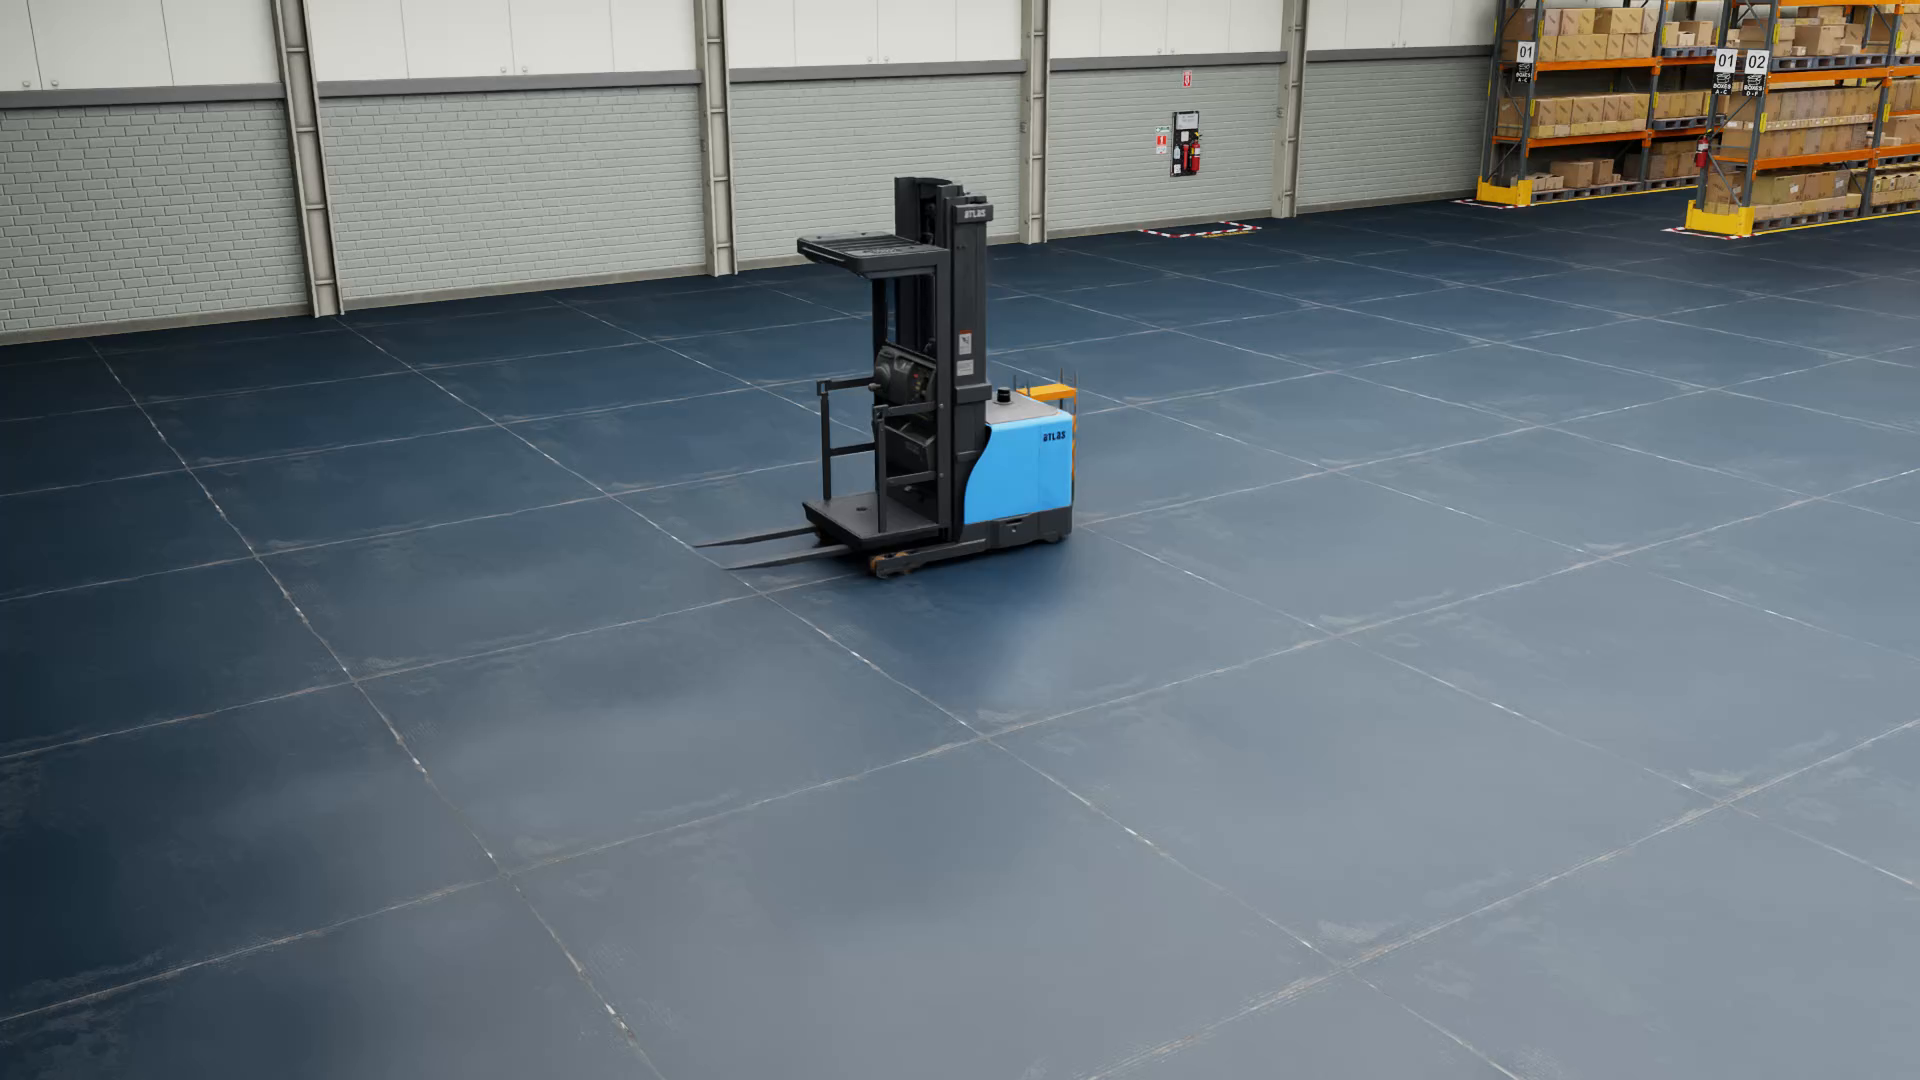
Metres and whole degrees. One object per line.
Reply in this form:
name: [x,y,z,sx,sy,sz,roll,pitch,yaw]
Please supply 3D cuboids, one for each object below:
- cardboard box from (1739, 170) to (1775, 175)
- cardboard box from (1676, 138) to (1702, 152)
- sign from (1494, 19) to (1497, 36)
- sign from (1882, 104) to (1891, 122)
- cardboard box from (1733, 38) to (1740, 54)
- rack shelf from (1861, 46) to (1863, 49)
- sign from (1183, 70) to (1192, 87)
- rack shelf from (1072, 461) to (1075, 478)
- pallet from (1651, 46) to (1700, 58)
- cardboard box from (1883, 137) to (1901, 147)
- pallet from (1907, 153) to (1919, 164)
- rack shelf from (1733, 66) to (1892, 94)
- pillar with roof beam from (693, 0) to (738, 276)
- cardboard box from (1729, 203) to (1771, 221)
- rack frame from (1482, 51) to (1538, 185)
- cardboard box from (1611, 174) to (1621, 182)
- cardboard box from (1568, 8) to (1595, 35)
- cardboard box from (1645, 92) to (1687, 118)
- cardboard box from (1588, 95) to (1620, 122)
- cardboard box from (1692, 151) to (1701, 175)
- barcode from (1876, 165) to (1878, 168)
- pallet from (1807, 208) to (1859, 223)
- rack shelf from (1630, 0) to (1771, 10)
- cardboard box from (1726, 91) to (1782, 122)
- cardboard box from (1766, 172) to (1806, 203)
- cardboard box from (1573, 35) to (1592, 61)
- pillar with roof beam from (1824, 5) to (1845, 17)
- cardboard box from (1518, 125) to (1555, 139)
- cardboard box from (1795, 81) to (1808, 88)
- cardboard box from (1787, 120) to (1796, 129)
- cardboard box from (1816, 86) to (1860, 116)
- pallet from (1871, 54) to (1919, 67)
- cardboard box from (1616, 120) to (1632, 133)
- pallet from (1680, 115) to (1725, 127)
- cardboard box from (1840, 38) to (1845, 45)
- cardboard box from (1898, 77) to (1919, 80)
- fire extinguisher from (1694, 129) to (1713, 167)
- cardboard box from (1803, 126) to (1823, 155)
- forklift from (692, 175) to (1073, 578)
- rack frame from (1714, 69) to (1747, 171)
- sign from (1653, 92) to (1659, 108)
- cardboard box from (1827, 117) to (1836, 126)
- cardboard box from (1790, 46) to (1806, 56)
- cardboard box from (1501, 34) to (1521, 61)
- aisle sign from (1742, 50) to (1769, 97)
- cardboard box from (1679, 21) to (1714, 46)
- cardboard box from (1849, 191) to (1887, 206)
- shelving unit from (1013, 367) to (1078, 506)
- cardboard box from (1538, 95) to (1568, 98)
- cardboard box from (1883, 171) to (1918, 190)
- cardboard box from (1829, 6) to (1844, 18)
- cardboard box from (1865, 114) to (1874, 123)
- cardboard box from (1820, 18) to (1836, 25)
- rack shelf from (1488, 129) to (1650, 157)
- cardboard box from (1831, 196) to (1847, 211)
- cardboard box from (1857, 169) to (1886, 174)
cardboard box: [15.030,-6.696,31.333,0.500,0.500,0.500,-12,22,-31]
cardboard box: [16.362,-8.887,37.392,0.500,0.250,0.500,-12,22,-32]
sign: [10.902,-10.407,33.778,0.005,0.325,0.100,-12,22,-31]
sign: [17.566,-8.094,31.527,0.005,0.325,0.100,-12,22,-31]
cardboard box: [17.419,-11.013,37.060,0.500,0.311,0.500,-12,22,-31]
rack shelf: [22.883,-11.960,40.879,4.000,0.370,1.077,-12,22,-31]
sign: [4.142,-8.410,30.319,0.199,0.298,0.001,-12,22,-31]
rack shelf: [0.732,-0.607,14.496,0.480,0.148,0.258,-11,22,-30]
pallet: [15.106,-10.531,35.821,1.003,0.211,1.213,-12,22,-31]
cardboard box: [18.112,-7.777,32.457,0.250,0.149,0.380,-12,22,-31]
pallet: [23.929,-9.750,42.255,1.213,0.211,1.003,-12,22,-31]
rack shelf: [15.589,-8.522,30.710,4.000,0.370,1.077,-12,22,-31]
pillar with roof beam: [-1.366,-7.289,21.254,0.400,9.000,9.100,-12,22,-31]
cardboard box: [14.489,-6.021,30.509,0.500,0.250,0.500,-12,22,-31]
rack frame: [11.191,-8.414,33.950,0.127,3.000,1.000,-12,22,-31]
cardboard box: [14.101,-7.883,36.115,0.250,0.166,0.380,-16,24,-38]
cardboard box: [12.515,-10.537,33.796,0.500,0.500,0.500,-11,22,-30]
cardboard box: [15.446,-9.552,36.471,0.500,0.500,0.700,-9,21,-26]
cardboard box: [13.467,-9.071,34.926,0.500,0.500,0.500,-13,22,-33]
cardboard box: [16.406,-8.552,37.574,0.500,0.500,0.700,-12,22,-32]
barcode: [17.701,-7.207,32.097,0.075,0.075,0.001,-12,22,-31]
pallet: [16.572,-6.345,32.182,1.213,0.211,1.003,-12,22,-31]
rack shelf: [16.202,-11.783,36.295,4.000,0.370,1.077,-12,22,-31]
cardboard box: [14.360,-7.840,30.070,0.500,0.500,0.700,-12,22,-31]
cardboard box: [15.316,-6.557,30.922,0.500,0.500,0.500,-12,22,-31]
cardboard box: [12.507,-10.062,33.952,0.500,0.500,0.500,-11,21,-29]
pillar with roof beam: [23.690,-12.573,36.885,0.400,9.000,9.100,-12,22,-31]
cardboard box: [11.773,-8.354,33.974,0.500,0.250,0.500,-13,22,-33]
cardboard box: [19.257,-10.571,38.508,0.500,0.250,0.500,-12,22,-31]
cardboard box: [15.005,-7.591,30.345,0.250,0.149,0.380,-12,22,-32]
cardboard box: [16.471,-8.287,31.393,0.500,0.500,0.700,-12,22,-32]
pallet: [17.989,-9.284,32.137,1.217,0.209,0.805,-13,23,-34]
cardboard box: [13.882,-8.807,35.315,0.500,0.250,0.500,-12,22,-31]
pallet: [16.242,-9.373,37.085,1.213,0.211,1.003,-12,22,-31]
cardboard box: [16.242,-9.325,31.226,0.500,0.311,0.500,-13,23,-34]
cardboard box: [24.133,-11.282,41.965,0.700,0.700,0.980,-11,21,-29]
fire extinguisher: [13.564,-7.157,30.351,0.183,0.674,0.296,-12,22,-31]
cardboard box: [15.607,-7.490,31.059,0.500,0.500,0.700,-11,22,-30]
forklift: [-0.611,-1.288,12.978,3.031,2.935,1.130,-10,21,-28]
rack frame: [17.872,-9.823,38.118,0.127,3.000,1.000,-12,22,-31]
sign: [14.836,-9.385,35.470,0.005,0.325,0.100,-12,22,-31]
cardboard box: [16.089,-7.821,31.025,0.250,0.149,0.380,-11,22,-30]
cardboard box: [14.998,-8.817,29.977,0.250,0.149,0.380,-12,22,-31]
cardboard box: [11.400,-10.033,33.868,0.500,0.500,0.500,-10,21,-28]
aisle sign: [14.032,-8.228,29.340,0.004,0.787,0.394,-12,22,-31]
cardboard box: [16.062,-11.078,36.335,0.500,0.500,0.500,-13,23,-33]
cardboard box: [17.732,-6.696,32.504,0.500,0.250,0.500,-13,22,-33]
shelving unit: [0.732,-0.859,14.411,0.503,1.200,0.258,-11,22,-30]
cardboard box: [12.323,-9.026,34.792,0.500,0.500,0.500,-13,22,-33]
cardboard box: [18.594,-7.141,32.946,0.500,0.311,0.500,-13,22,-33]
cardboard box: [20.406,-12.440,39.161,0.500,0.250,0.500,-10,21,-28]
cardboard box: [17.150,-8.044,31.686,0.250,0.149,0.380,-12,22,-31]
cardboard box: [19.988,-11.964,38.923,0.500,0.500,0.700,-12,22,-32]
rack shelf: [12.861,-8.426,35.107,4.000,0.370,1.077,-12,22,-31]
cardboard box: [16.569,-6.465,31.823,0.500,0.250,0.500,-12,22,-31]
cardboard box: [18.289,-7.285,33.372,0.500,0.311,0.500,-12,22,-32]
